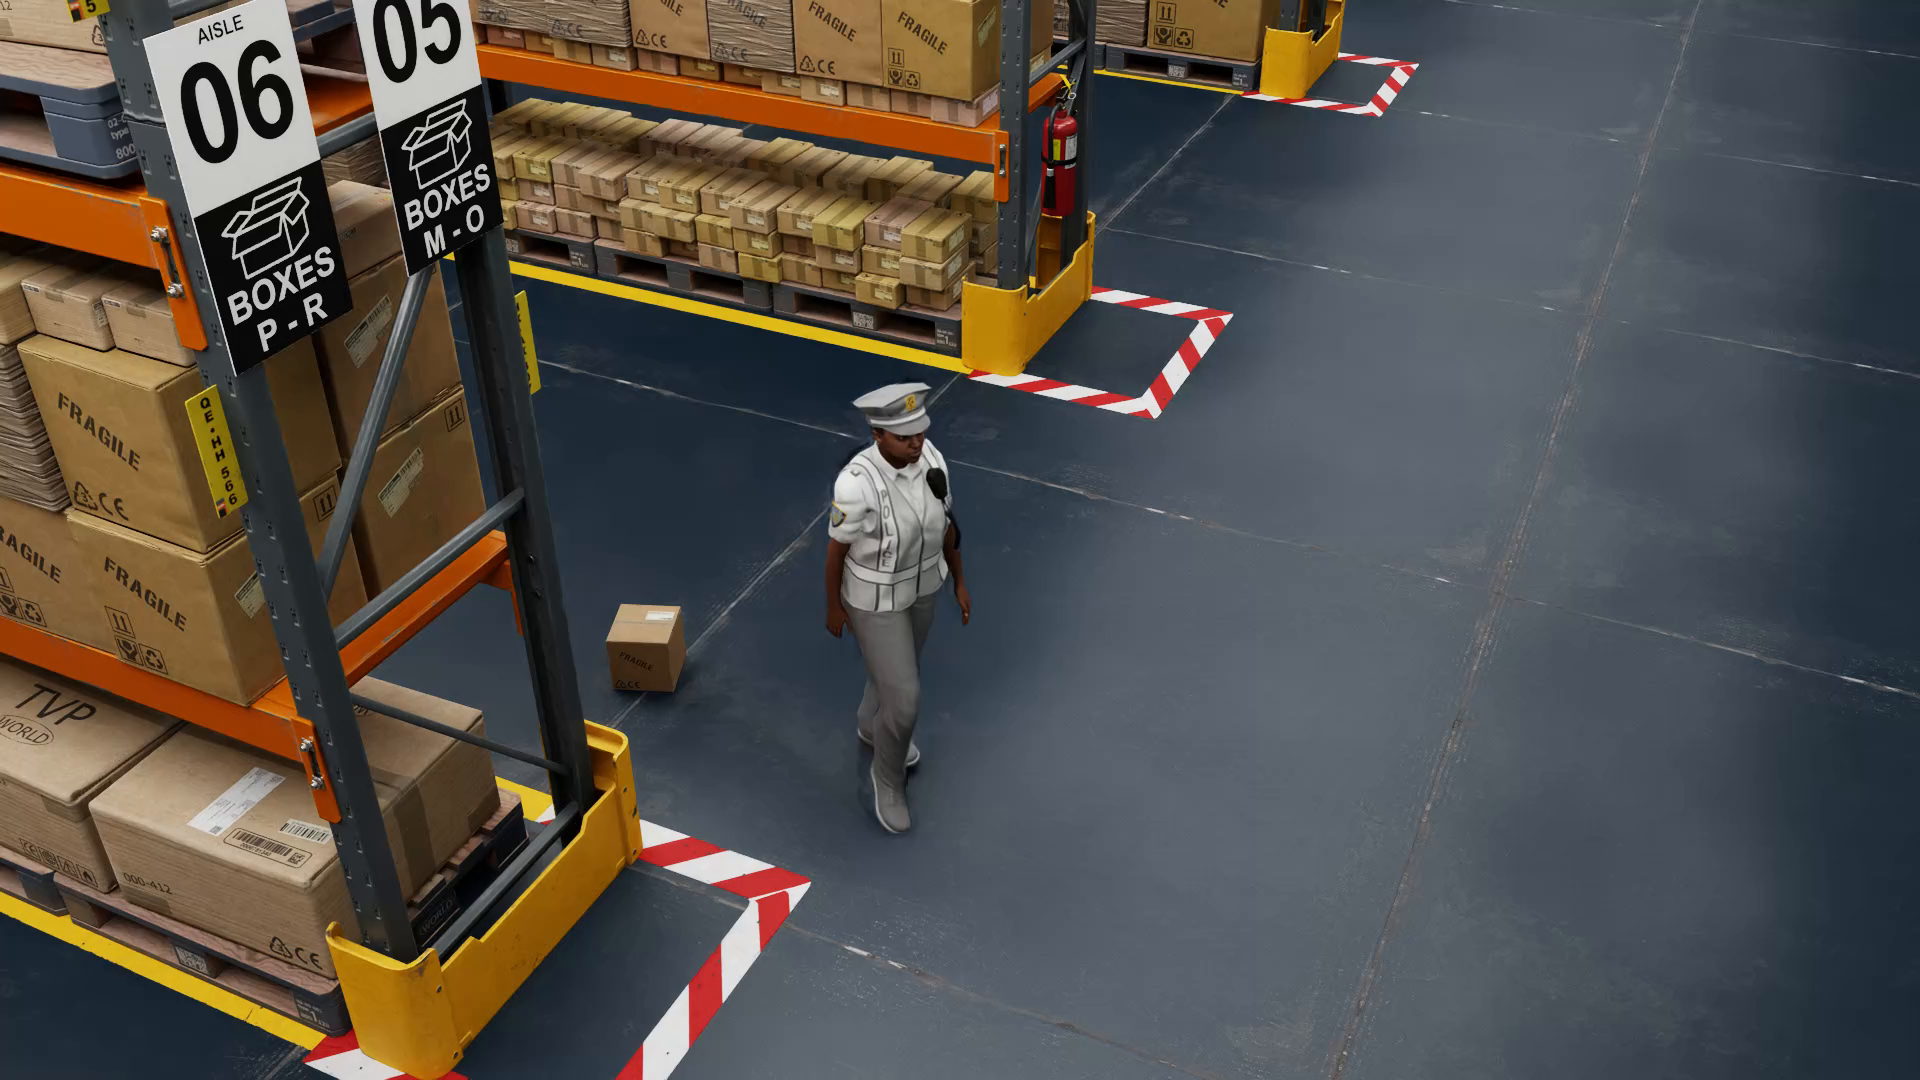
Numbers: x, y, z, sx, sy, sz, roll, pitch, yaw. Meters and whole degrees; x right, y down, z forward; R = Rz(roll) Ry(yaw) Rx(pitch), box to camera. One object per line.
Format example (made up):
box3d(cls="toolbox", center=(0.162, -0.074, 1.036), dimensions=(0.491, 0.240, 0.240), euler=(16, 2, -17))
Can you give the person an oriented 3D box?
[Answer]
box3d(cls="person", center=(-0.226, 0.199, 5.827), dimensions=(0.524, 1.727, 0.476), euler=(29, 43, 36))
